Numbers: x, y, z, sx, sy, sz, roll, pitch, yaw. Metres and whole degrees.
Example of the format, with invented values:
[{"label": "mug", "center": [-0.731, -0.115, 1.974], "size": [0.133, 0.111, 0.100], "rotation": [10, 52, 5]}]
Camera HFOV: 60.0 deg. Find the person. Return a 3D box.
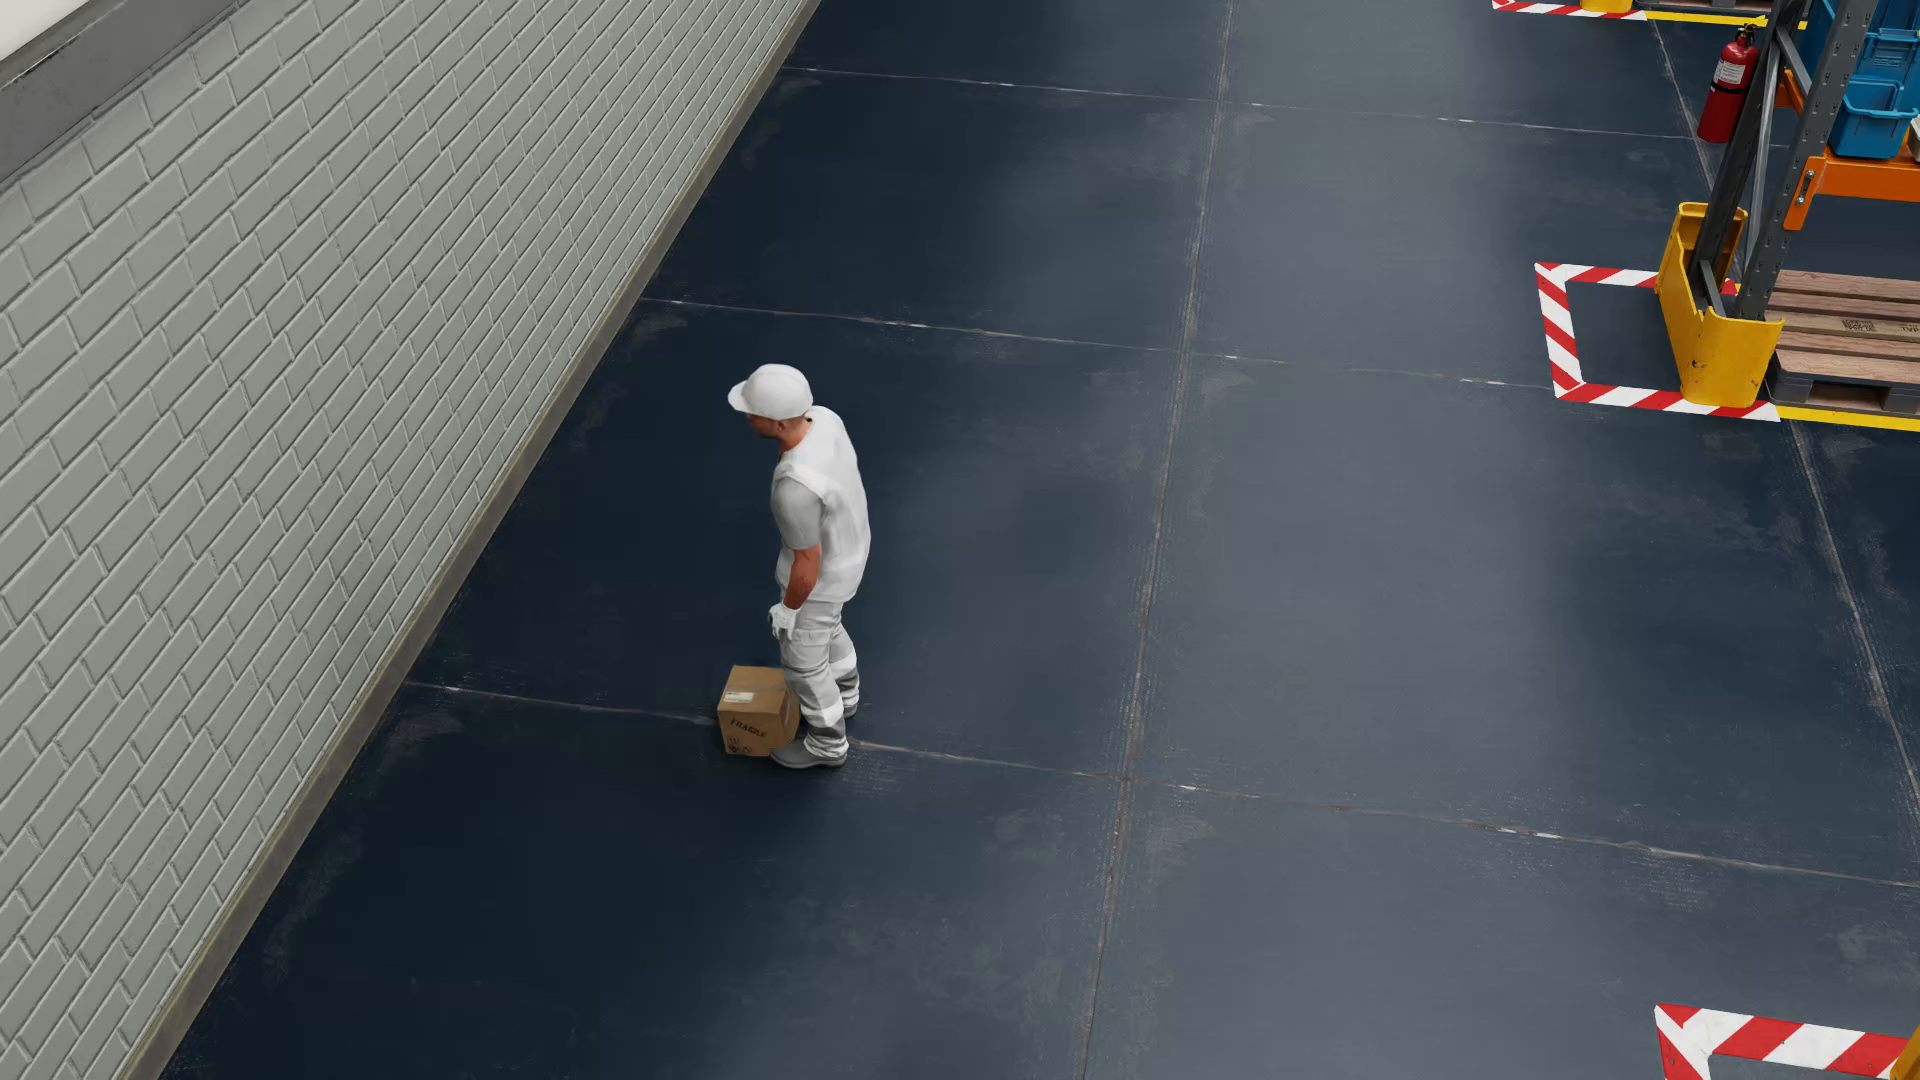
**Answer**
[{"label": "person", "center": [-0.547, 0.107, 6.018], "size": [0.441, 1.780, 0.579], "rotation": [5, 40, 6]}]
